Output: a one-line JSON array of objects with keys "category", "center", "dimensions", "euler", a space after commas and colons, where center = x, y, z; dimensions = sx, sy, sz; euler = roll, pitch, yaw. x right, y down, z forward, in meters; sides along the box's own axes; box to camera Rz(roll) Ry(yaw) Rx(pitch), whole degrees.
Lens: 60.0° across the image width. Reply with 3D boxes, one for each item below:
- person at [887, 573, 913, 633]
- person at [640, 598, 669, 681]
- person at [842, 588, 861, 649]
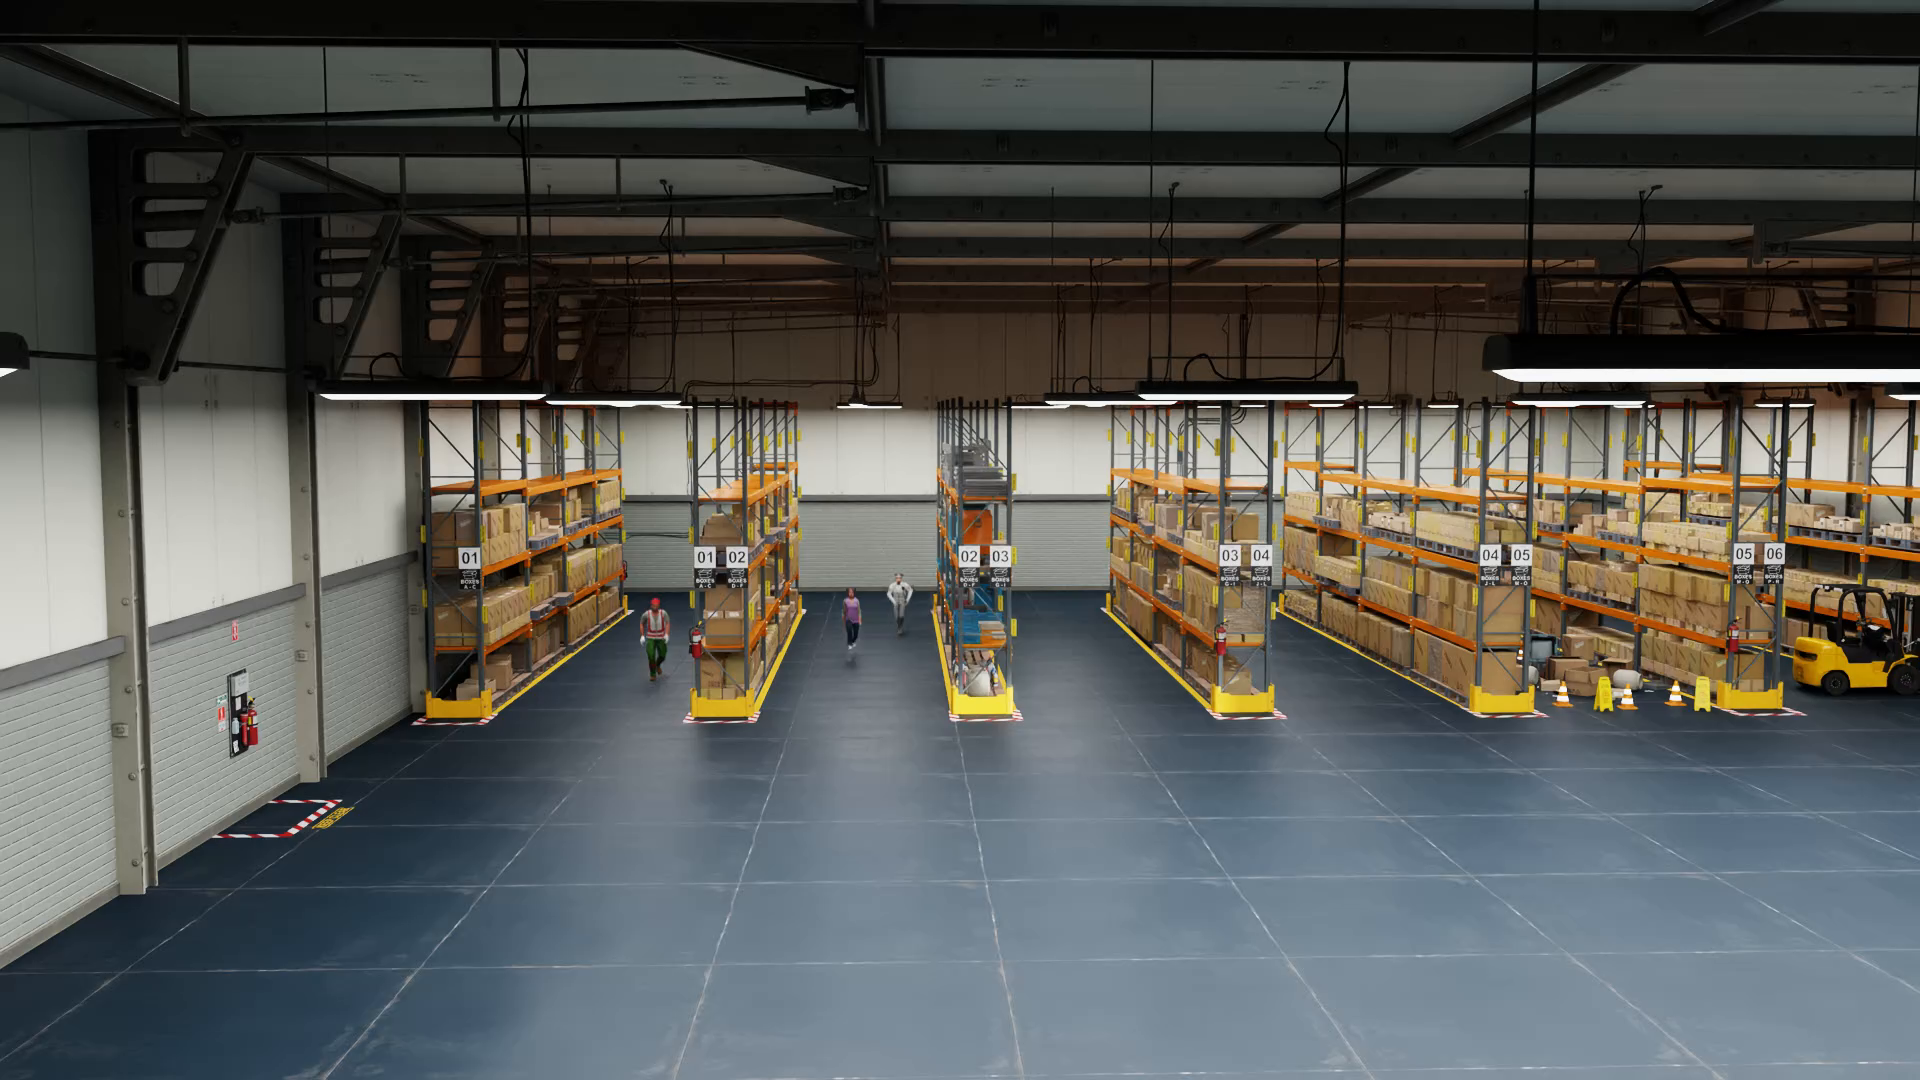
[{"category": "person", "center": [-1.541, 1.622, 42.782], "dimensions": [0.620, 1.607, 0.704], "euler": [1, 4, 10]}, {"category": "person", "center": [-6.539, 2.102, 35.586], "dimensions": [0.622, 1.763, 0.703], "euler": [-1, 5, -17]}, {"category": "person", "center": [-2.492, 1.855, 38.242], "dimensions": [0.440, 1.313, 0.971], "euler": [-1, 4, -9]}]
